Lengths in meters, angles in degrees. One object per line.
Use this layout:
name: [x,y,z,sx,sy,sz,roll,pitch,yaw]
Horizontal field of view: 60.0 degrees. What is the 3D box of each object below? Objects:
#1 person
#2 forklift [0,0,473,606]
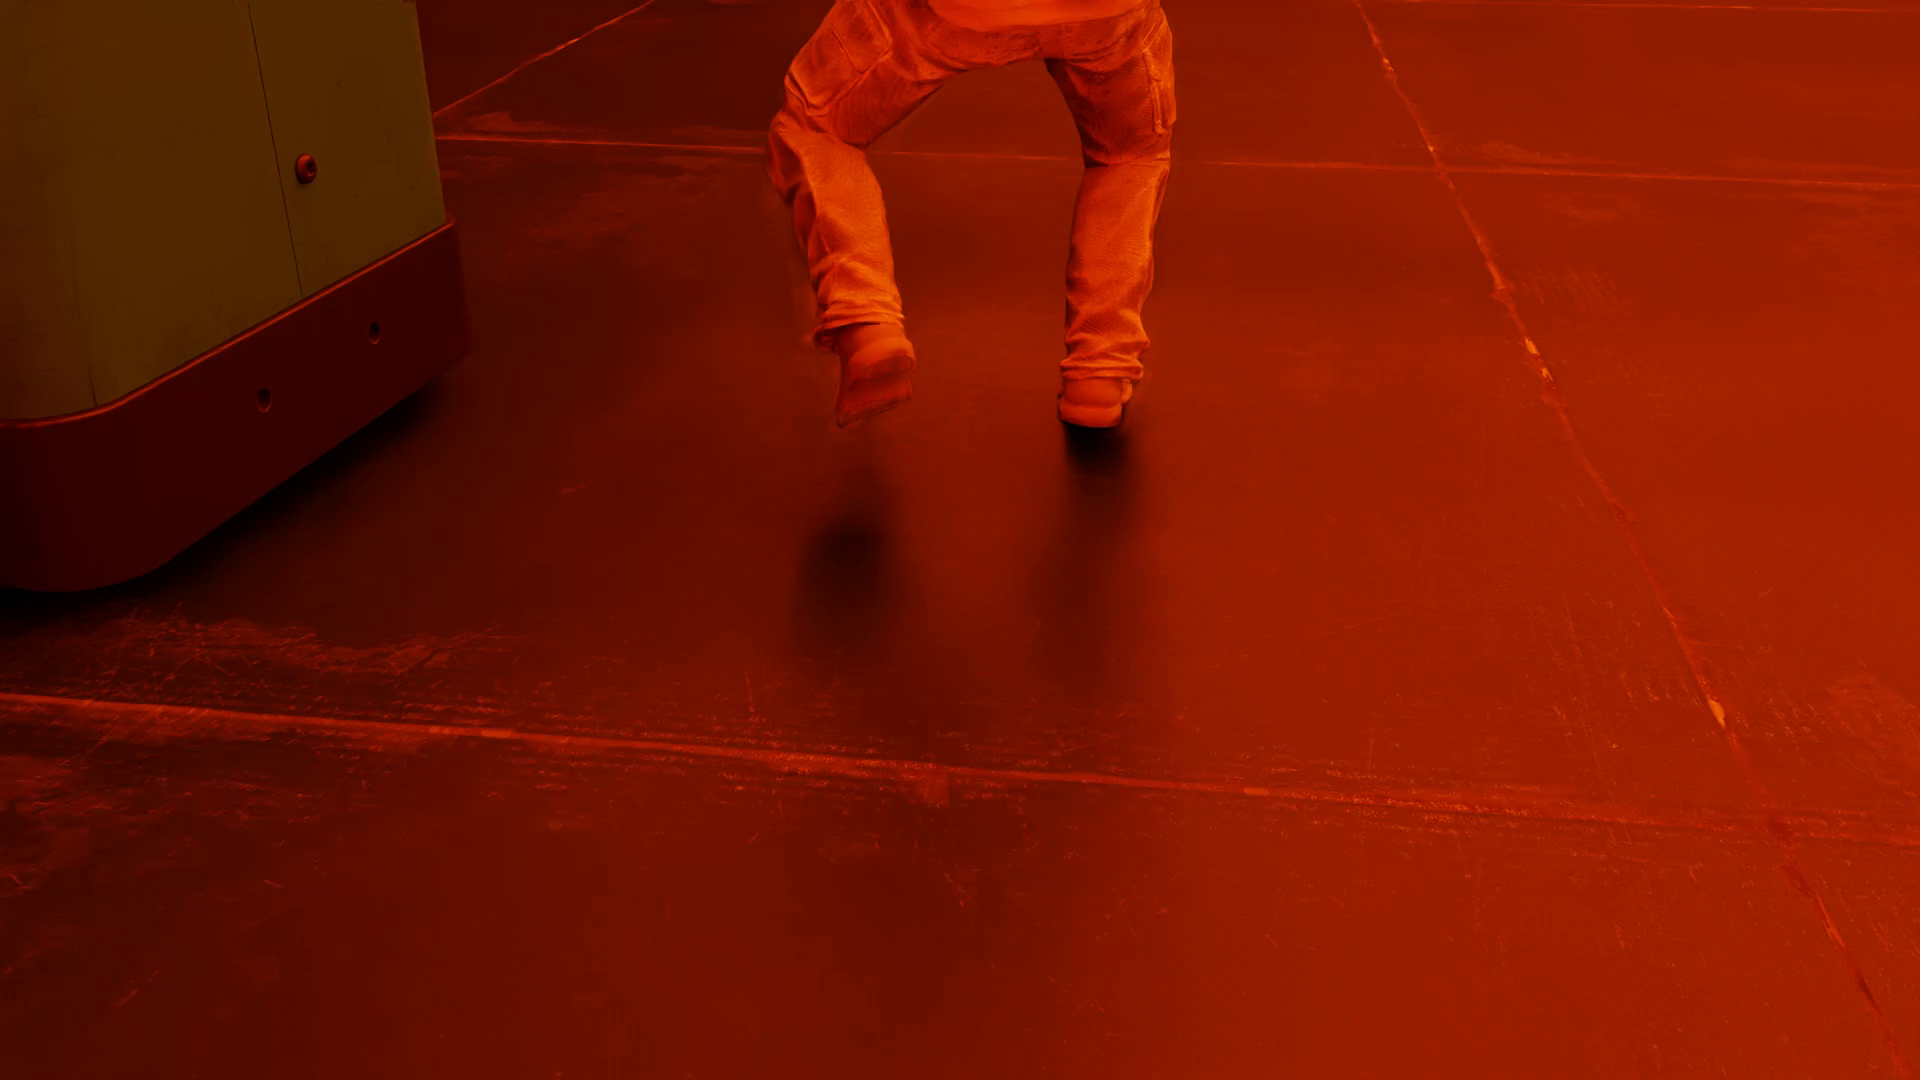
person: [0.214,-0.952,2.519,1.077,1.649,0.690,-6,27,-11]
forklift: [-2.462,-1.552,2.329,3.031,2.935,1.130,6,27,12]
